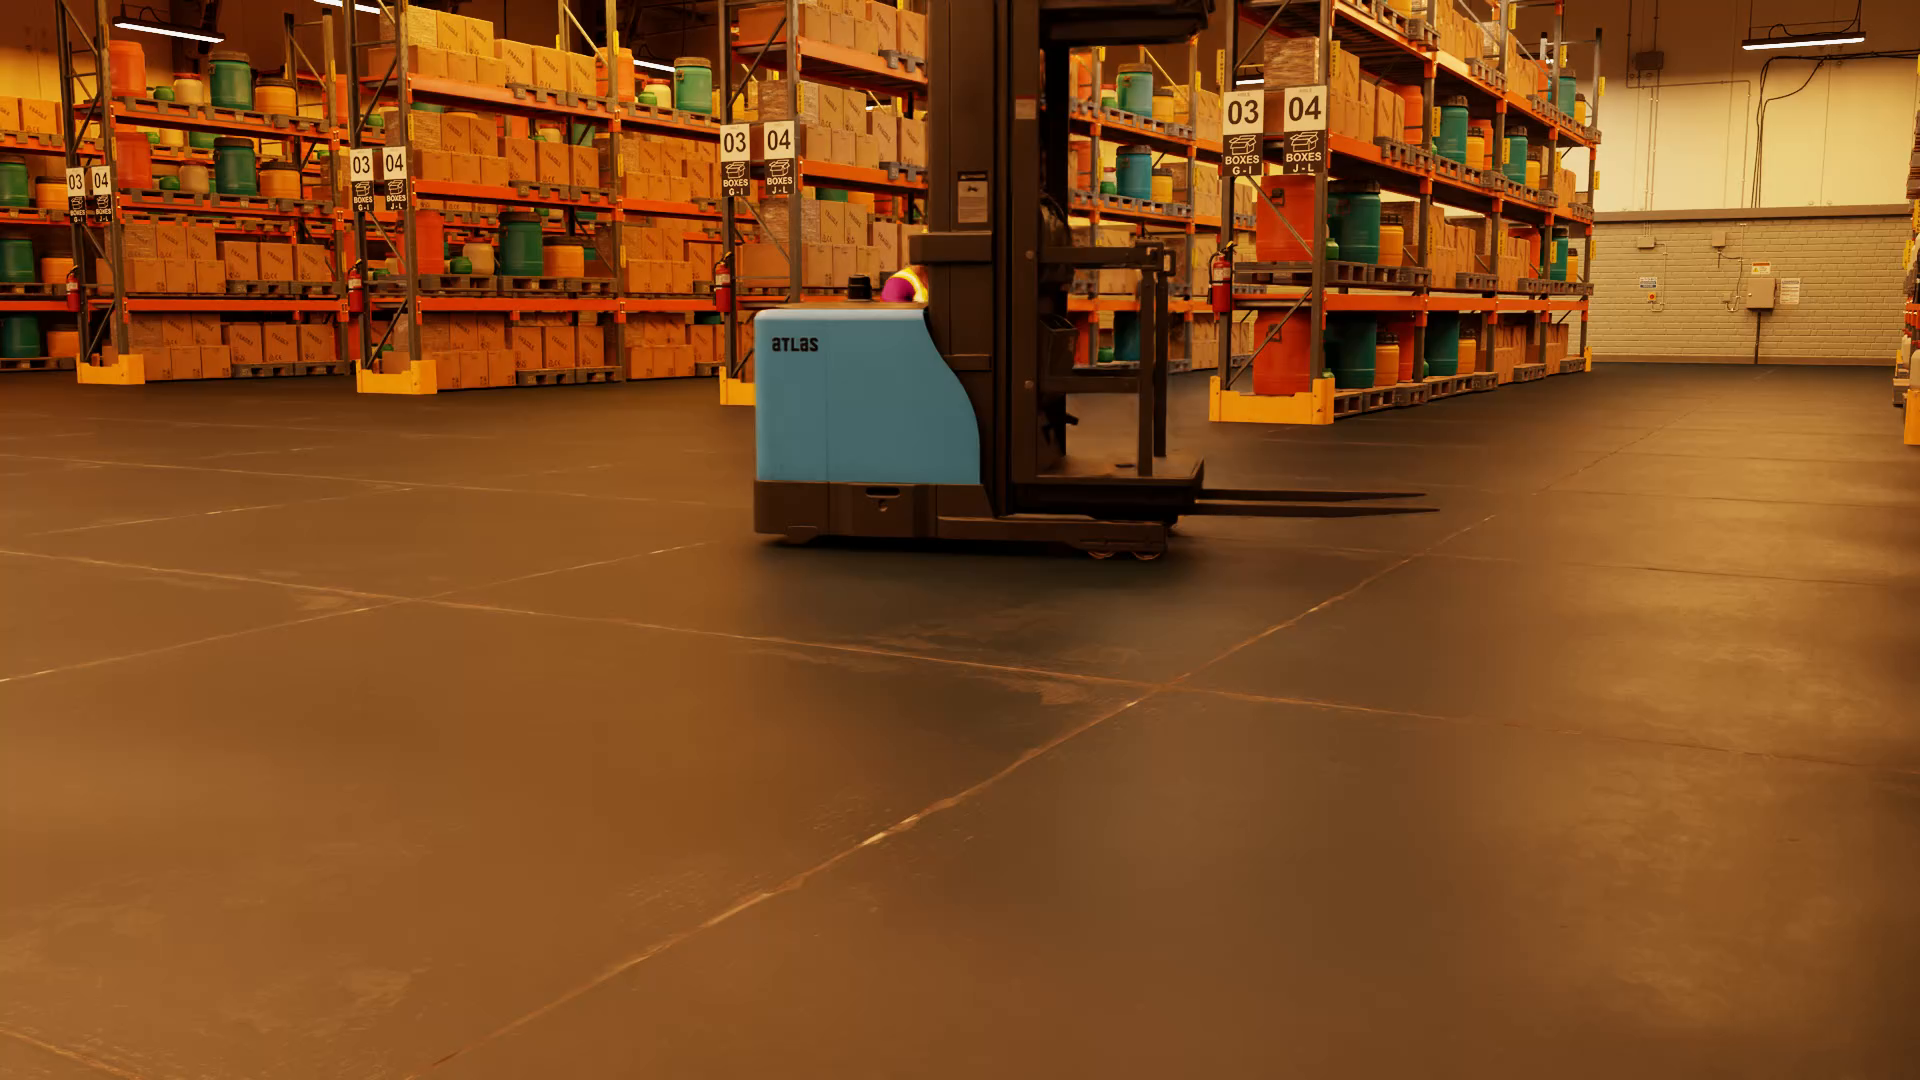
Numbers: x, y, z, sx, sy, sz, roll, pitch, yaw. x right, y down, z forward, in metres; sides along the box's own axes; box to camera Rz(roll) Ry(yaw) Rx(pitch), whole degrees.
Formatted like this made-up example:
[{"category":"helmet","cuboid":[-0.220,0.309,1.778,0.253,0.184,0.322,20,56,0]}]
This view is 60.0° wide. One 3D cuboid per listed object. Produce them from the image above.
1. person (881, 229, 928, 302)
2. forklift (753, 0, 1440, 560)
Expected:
[{"category":"person","cuboid":[-0.118,-1.168,10.620,0.929,1.613,1.028,6,10,38]},{"category":"forklift","cuboid":[0.626,-1.444,7.553,3.031,2.935,1.130,1,8,10]}]
